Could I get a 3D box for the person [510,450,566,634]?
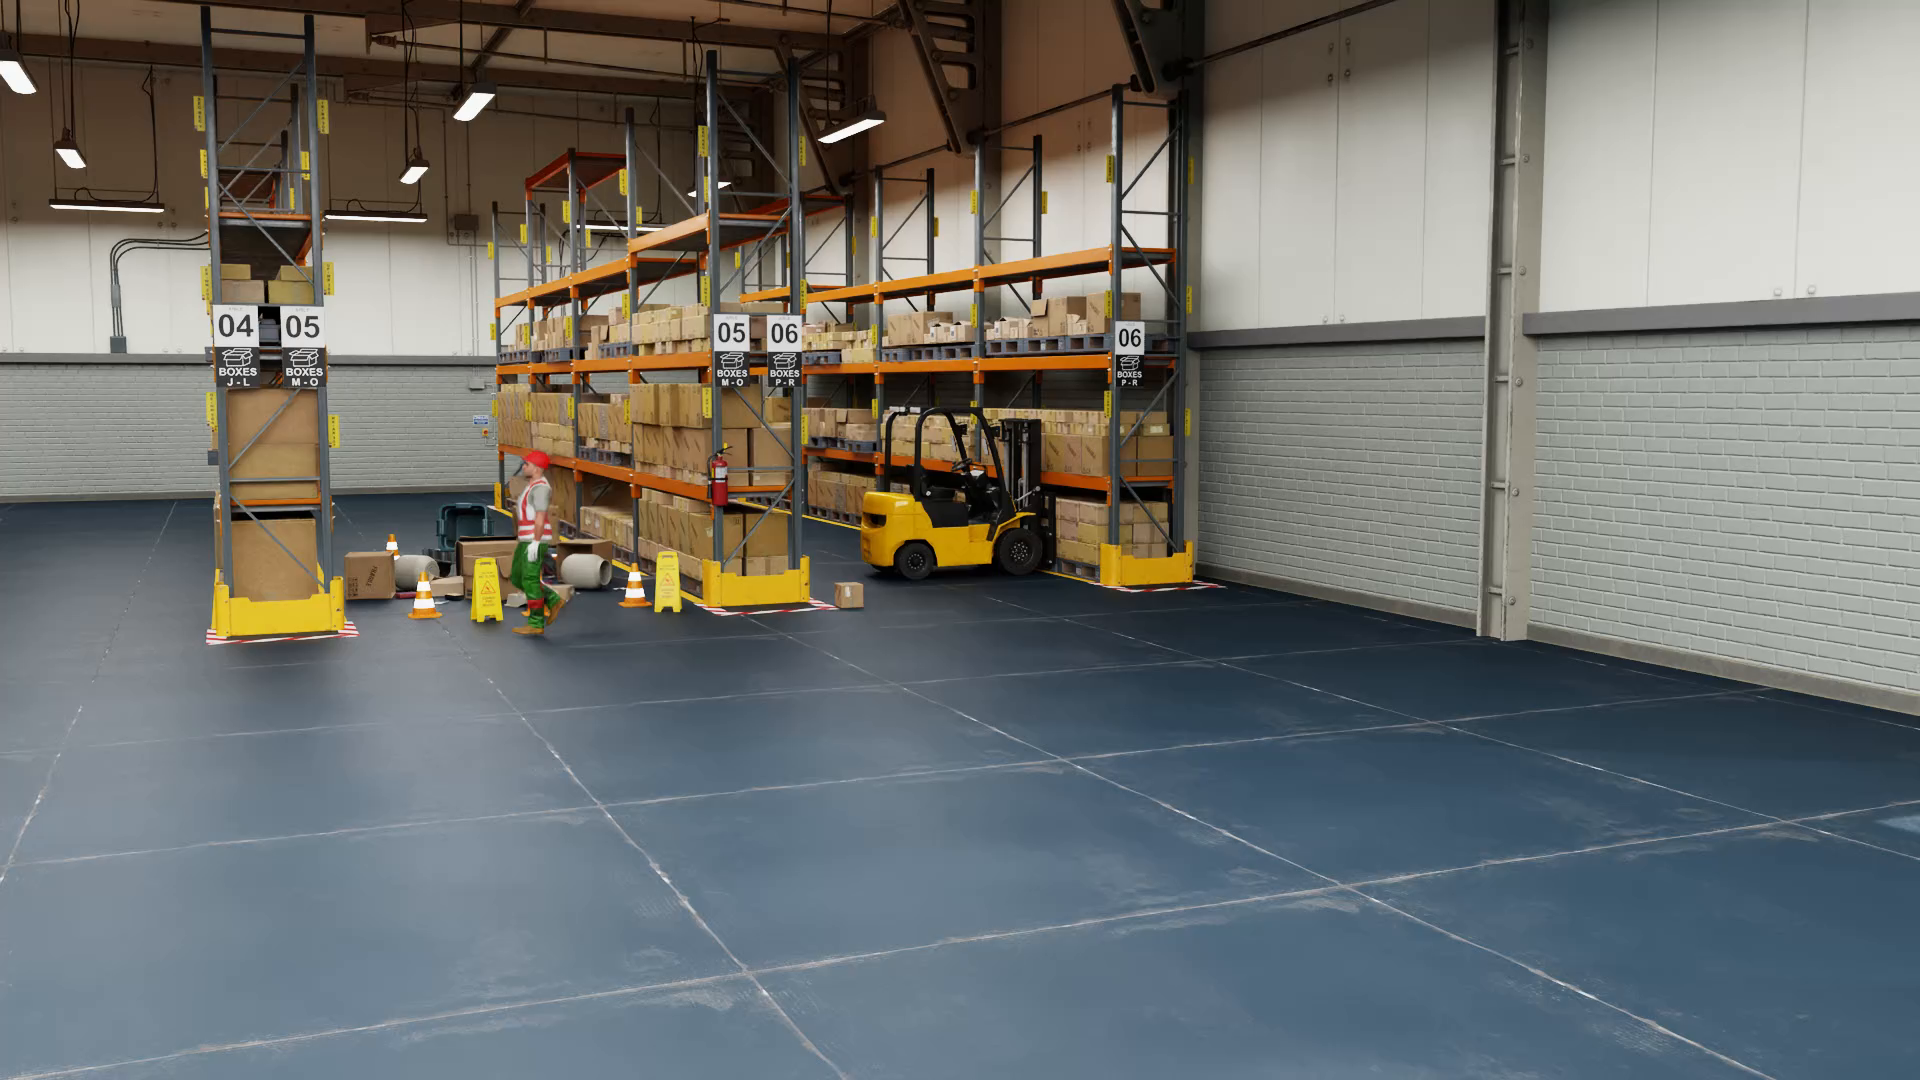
[{"bbox_3d":[-4.096,0.021,16.143,0.544,1.779,0.529,-2,6,-23],"label":"person"}]
